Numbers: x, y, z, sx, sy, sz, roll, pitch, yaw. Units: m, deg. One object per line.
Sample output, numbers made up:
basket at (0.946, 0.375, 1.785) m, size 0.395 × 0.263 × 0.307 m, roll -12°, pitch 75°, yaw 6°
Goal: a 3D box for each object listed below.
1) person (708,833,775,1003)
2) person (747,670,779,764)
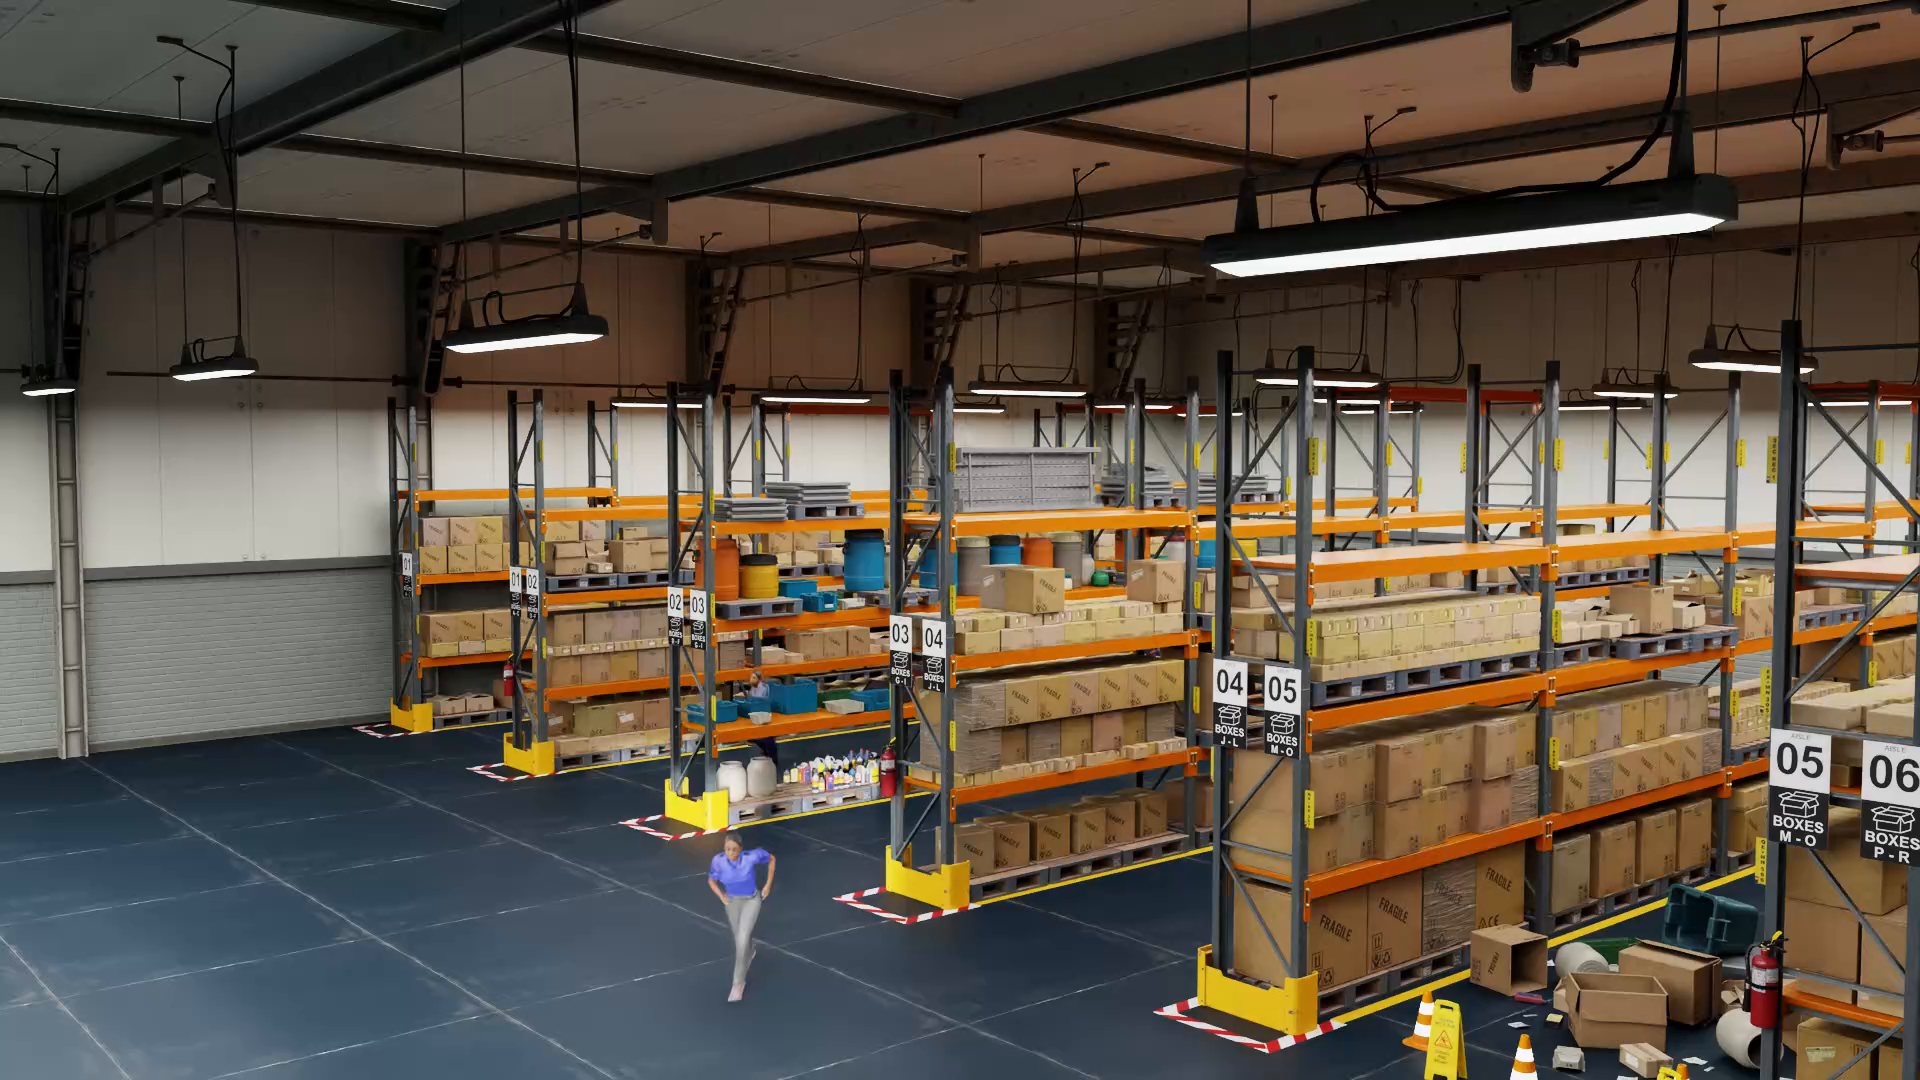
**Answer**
person at (-2.045, 3.488, 15.757) m, size 0.618 × 1.615 × 0.962 m, roll 0°, pitch 3°, yaw 4°
person at (-3.159, 2.845, 26.412) m, size 0.590 × 1.558 × 0.739 m, roll 2°, pitch 4°, yaw 34°
